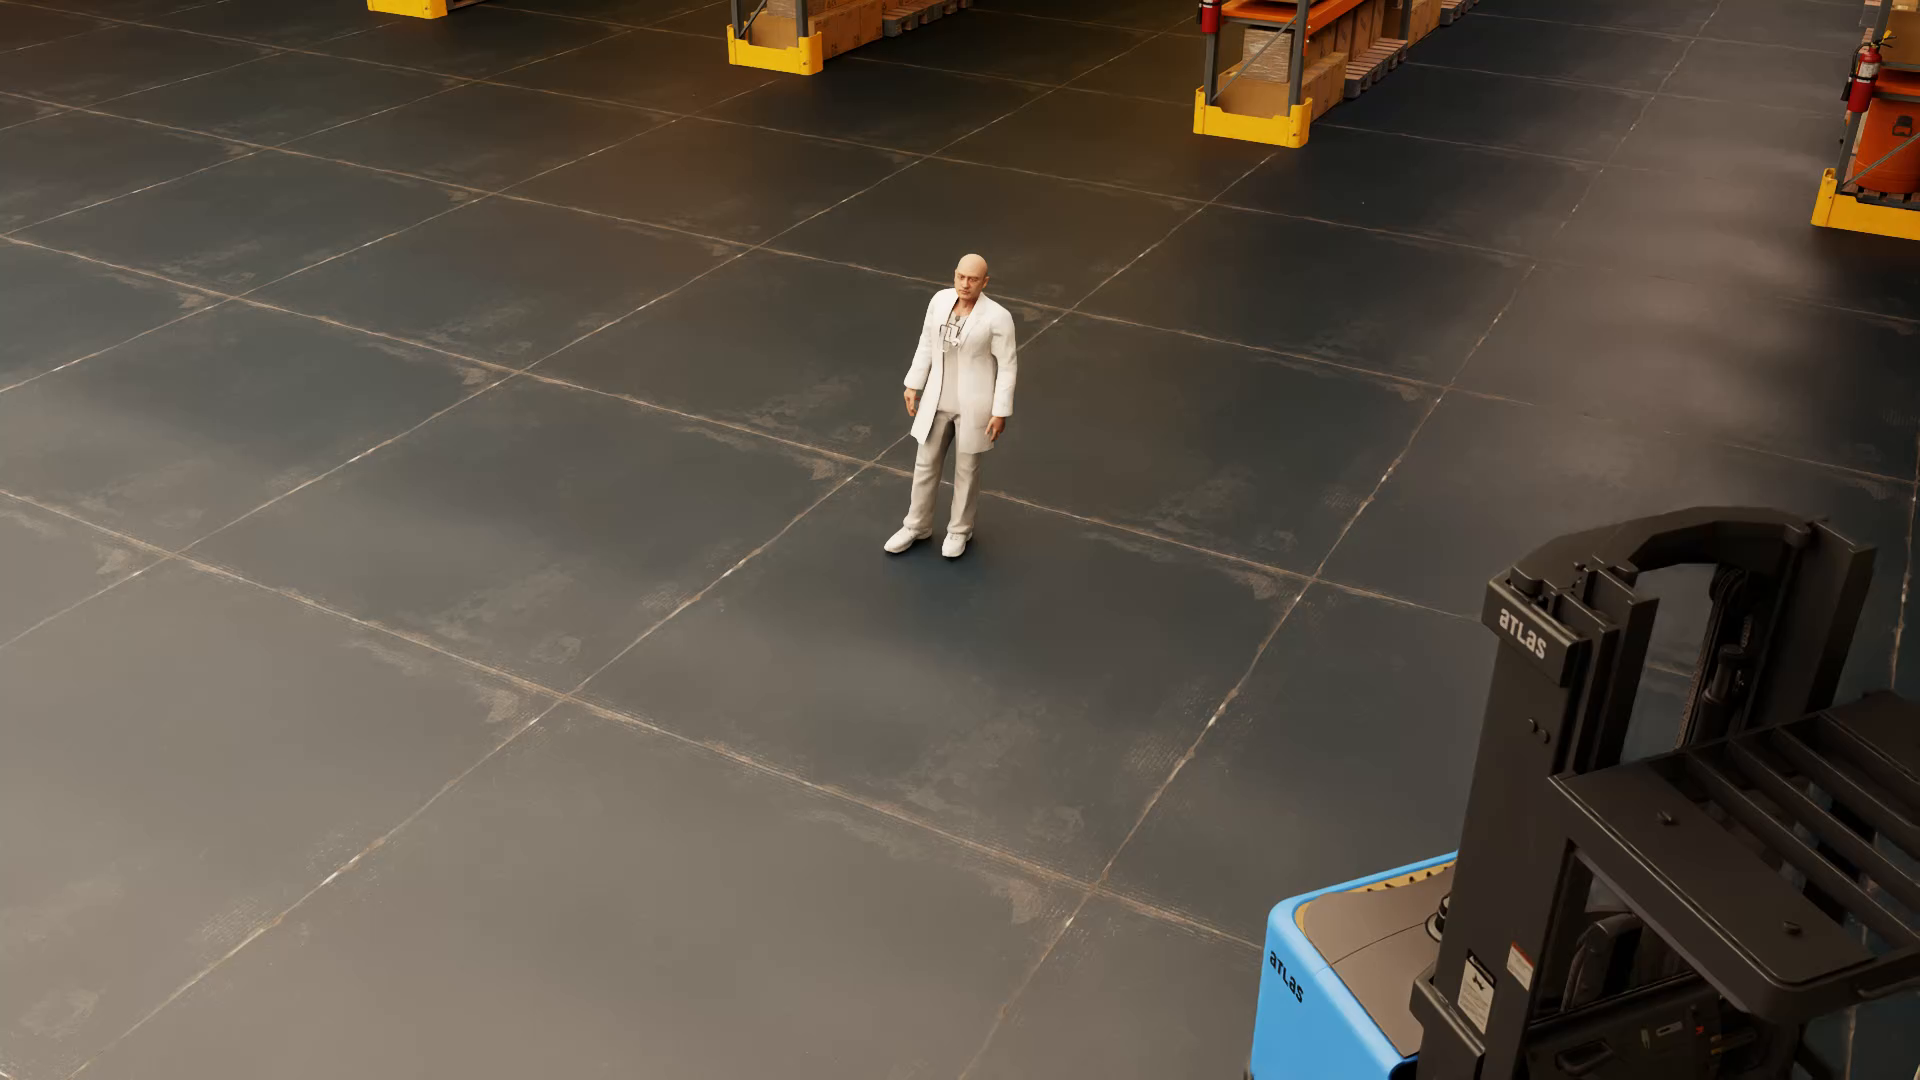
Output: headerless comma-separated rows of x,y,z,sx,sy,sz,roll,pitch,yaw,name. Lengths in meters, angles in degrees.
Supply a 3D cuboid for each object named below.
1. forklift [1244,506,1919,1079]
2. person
2.037,1.508,4.457,1.130,2.935,3.031,-11,32,-18,forklift
-0.048,-0.737,9.487,0.698,1.777,0.578,15,33,25,person
